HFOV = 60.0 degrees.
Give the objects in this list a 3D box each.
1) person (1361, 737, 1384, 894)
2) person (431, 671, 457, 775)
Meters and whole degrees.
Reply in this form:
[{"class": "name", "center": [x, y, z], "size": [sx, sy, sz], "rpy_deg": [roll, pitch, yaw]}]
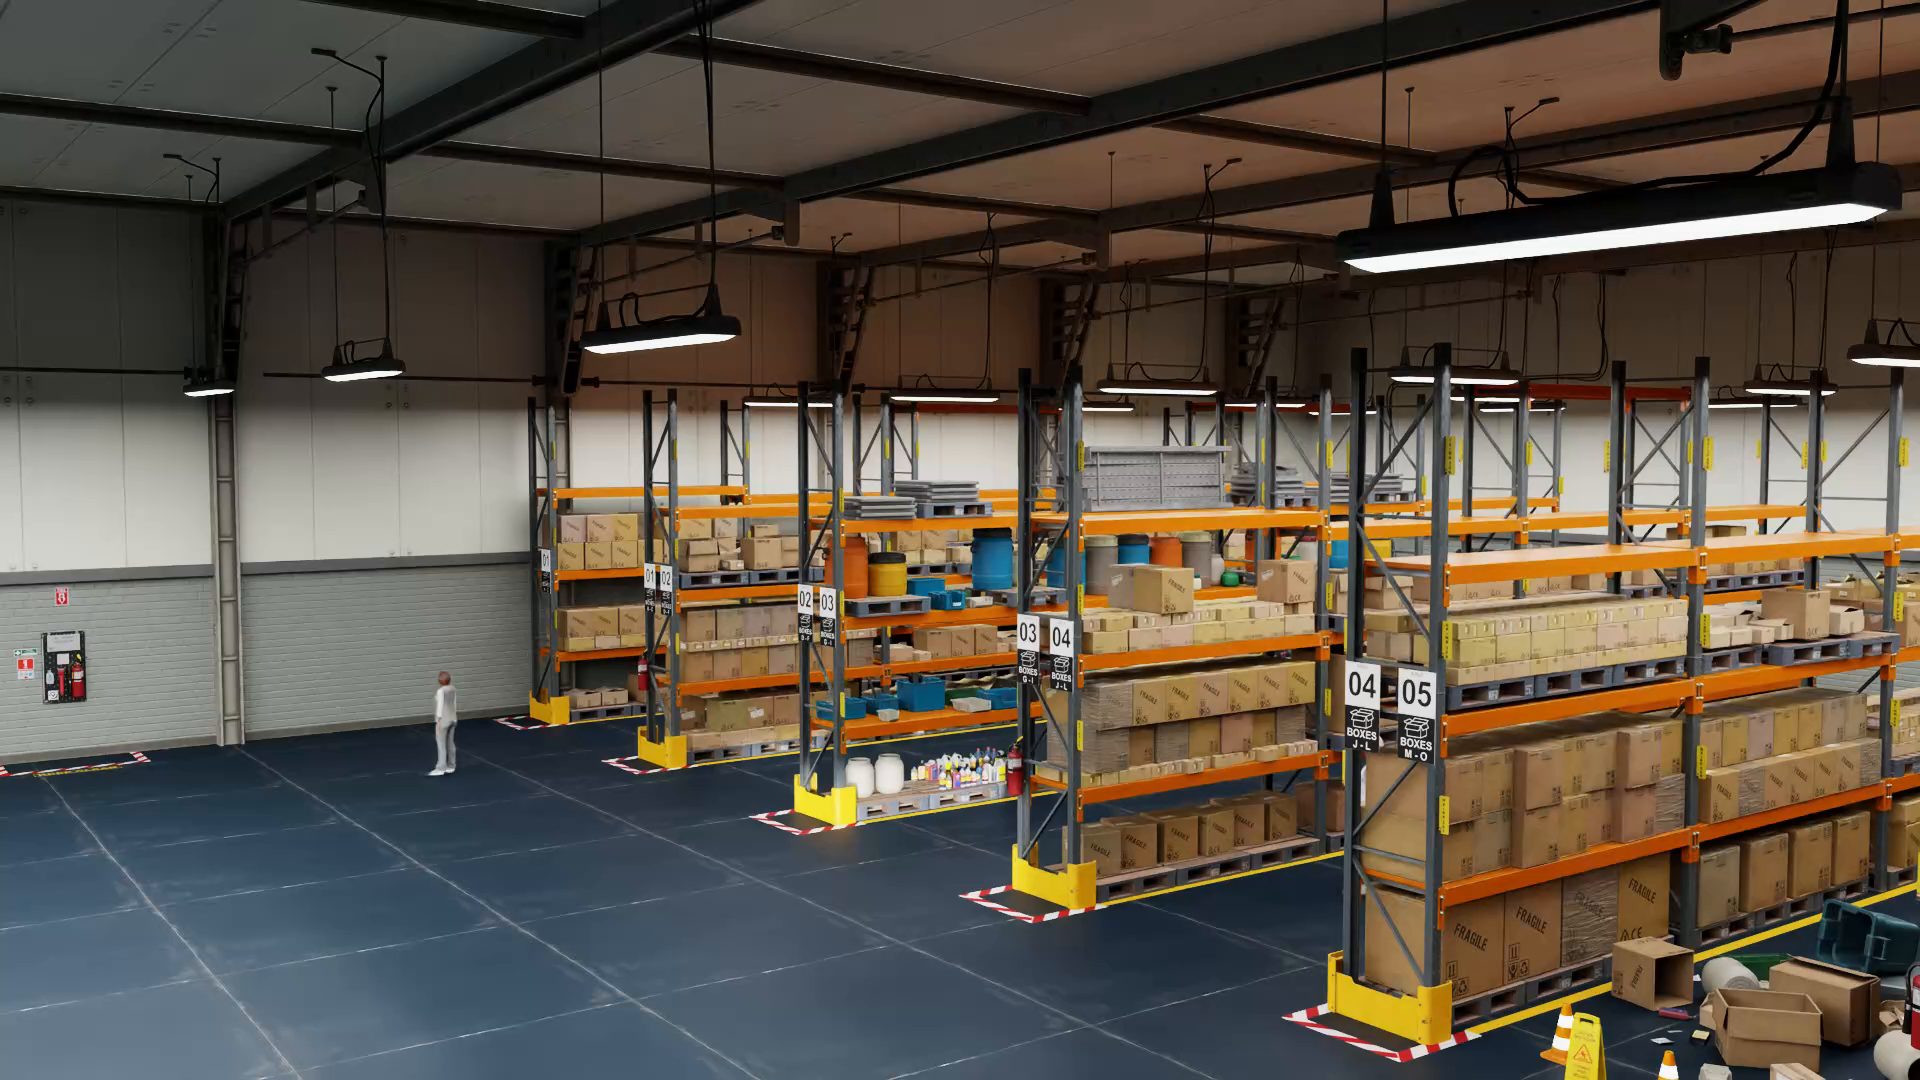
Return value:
[{"class": "person", "center": [4.709, 3.132, 19.106], "size": [0.384, 1.792, 0.599], "rpy_deg": [1, 4, 16]}, {"class": "person", "center": [-8.014, 2.834, 25.823], "size": [0.377, 1.600, 0.448], "rpy_deg": [1, 4, 16]}]
